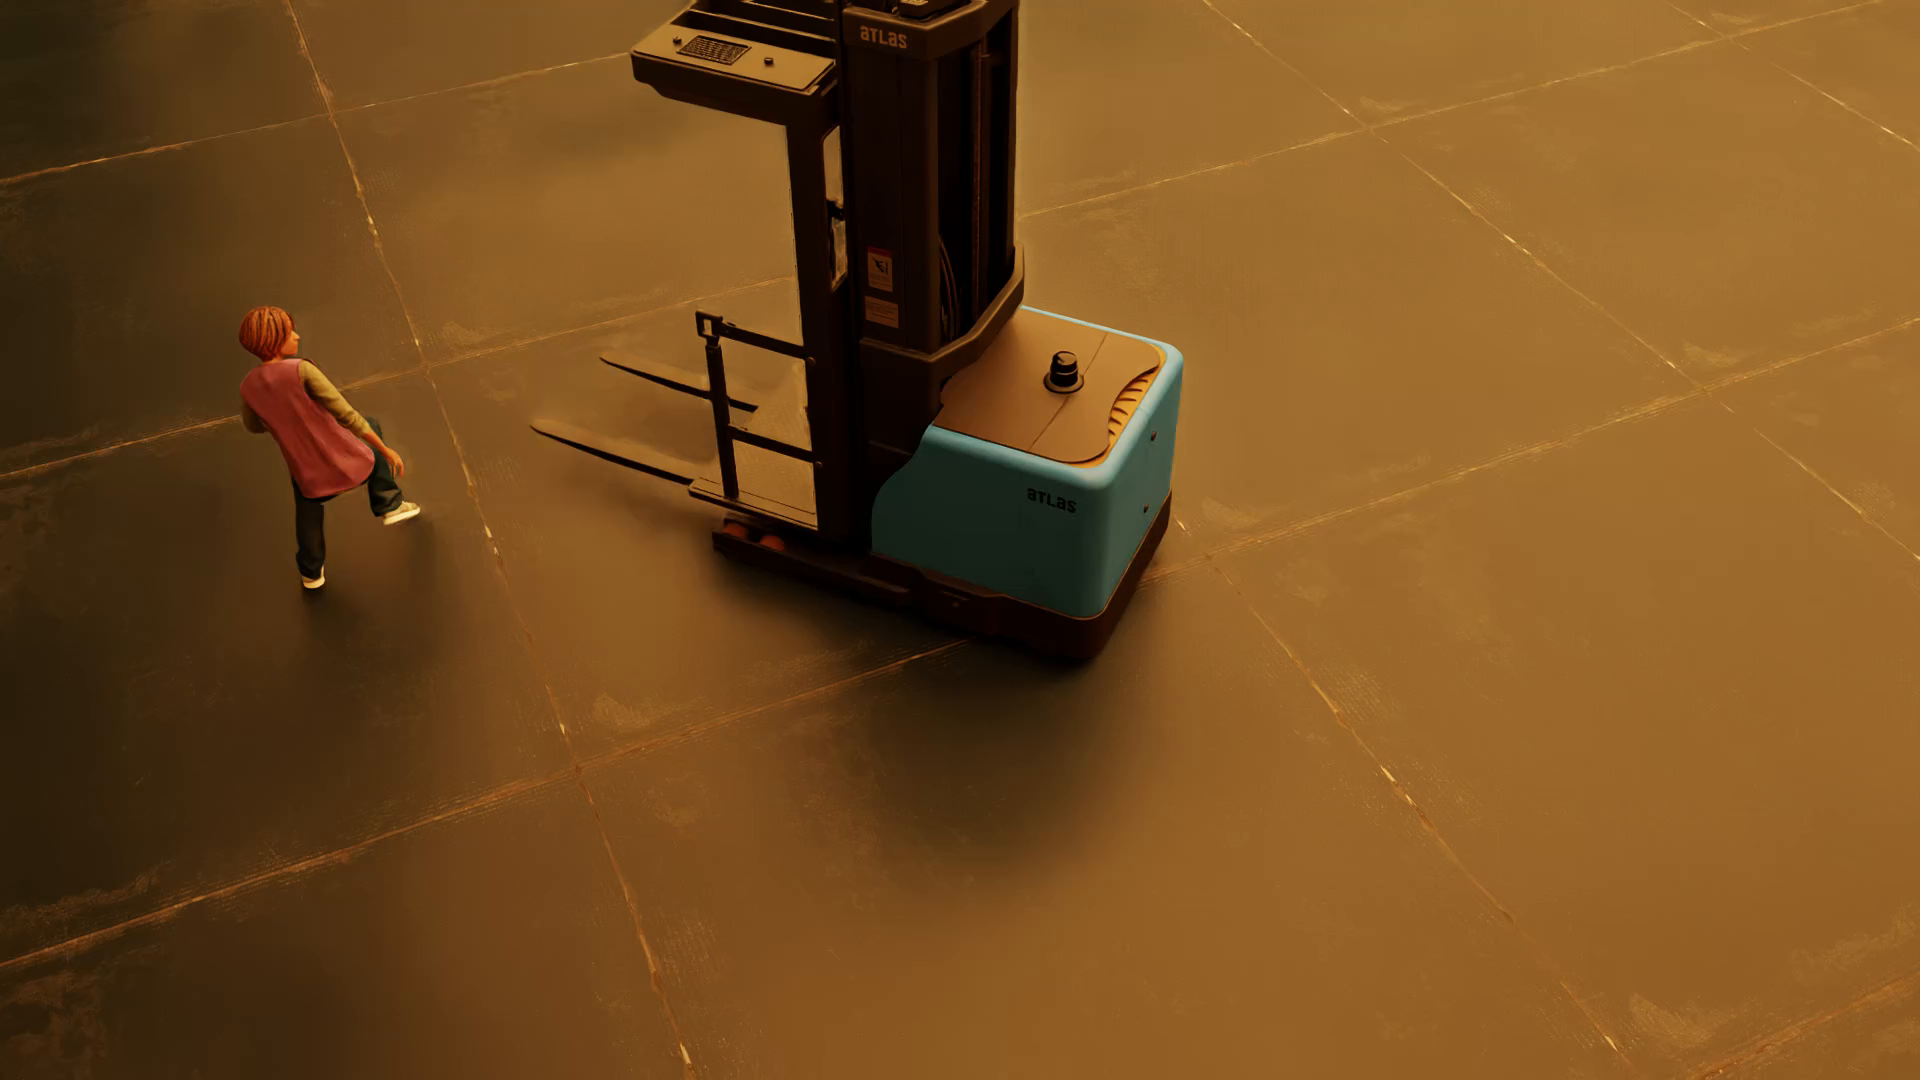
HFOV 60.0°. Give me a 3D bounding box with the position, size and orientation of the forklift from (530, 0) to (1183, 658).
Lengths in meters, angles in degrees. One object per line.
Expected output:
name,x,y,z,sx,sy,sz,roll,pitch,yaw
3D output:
forklift,-0.585,-1.241,7.009,3.031,2.935,1.130,17,46,18

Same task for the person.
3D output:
person,-2.772,-0.433,7.312,0.659,1.379,0.621,-7,43,-7
